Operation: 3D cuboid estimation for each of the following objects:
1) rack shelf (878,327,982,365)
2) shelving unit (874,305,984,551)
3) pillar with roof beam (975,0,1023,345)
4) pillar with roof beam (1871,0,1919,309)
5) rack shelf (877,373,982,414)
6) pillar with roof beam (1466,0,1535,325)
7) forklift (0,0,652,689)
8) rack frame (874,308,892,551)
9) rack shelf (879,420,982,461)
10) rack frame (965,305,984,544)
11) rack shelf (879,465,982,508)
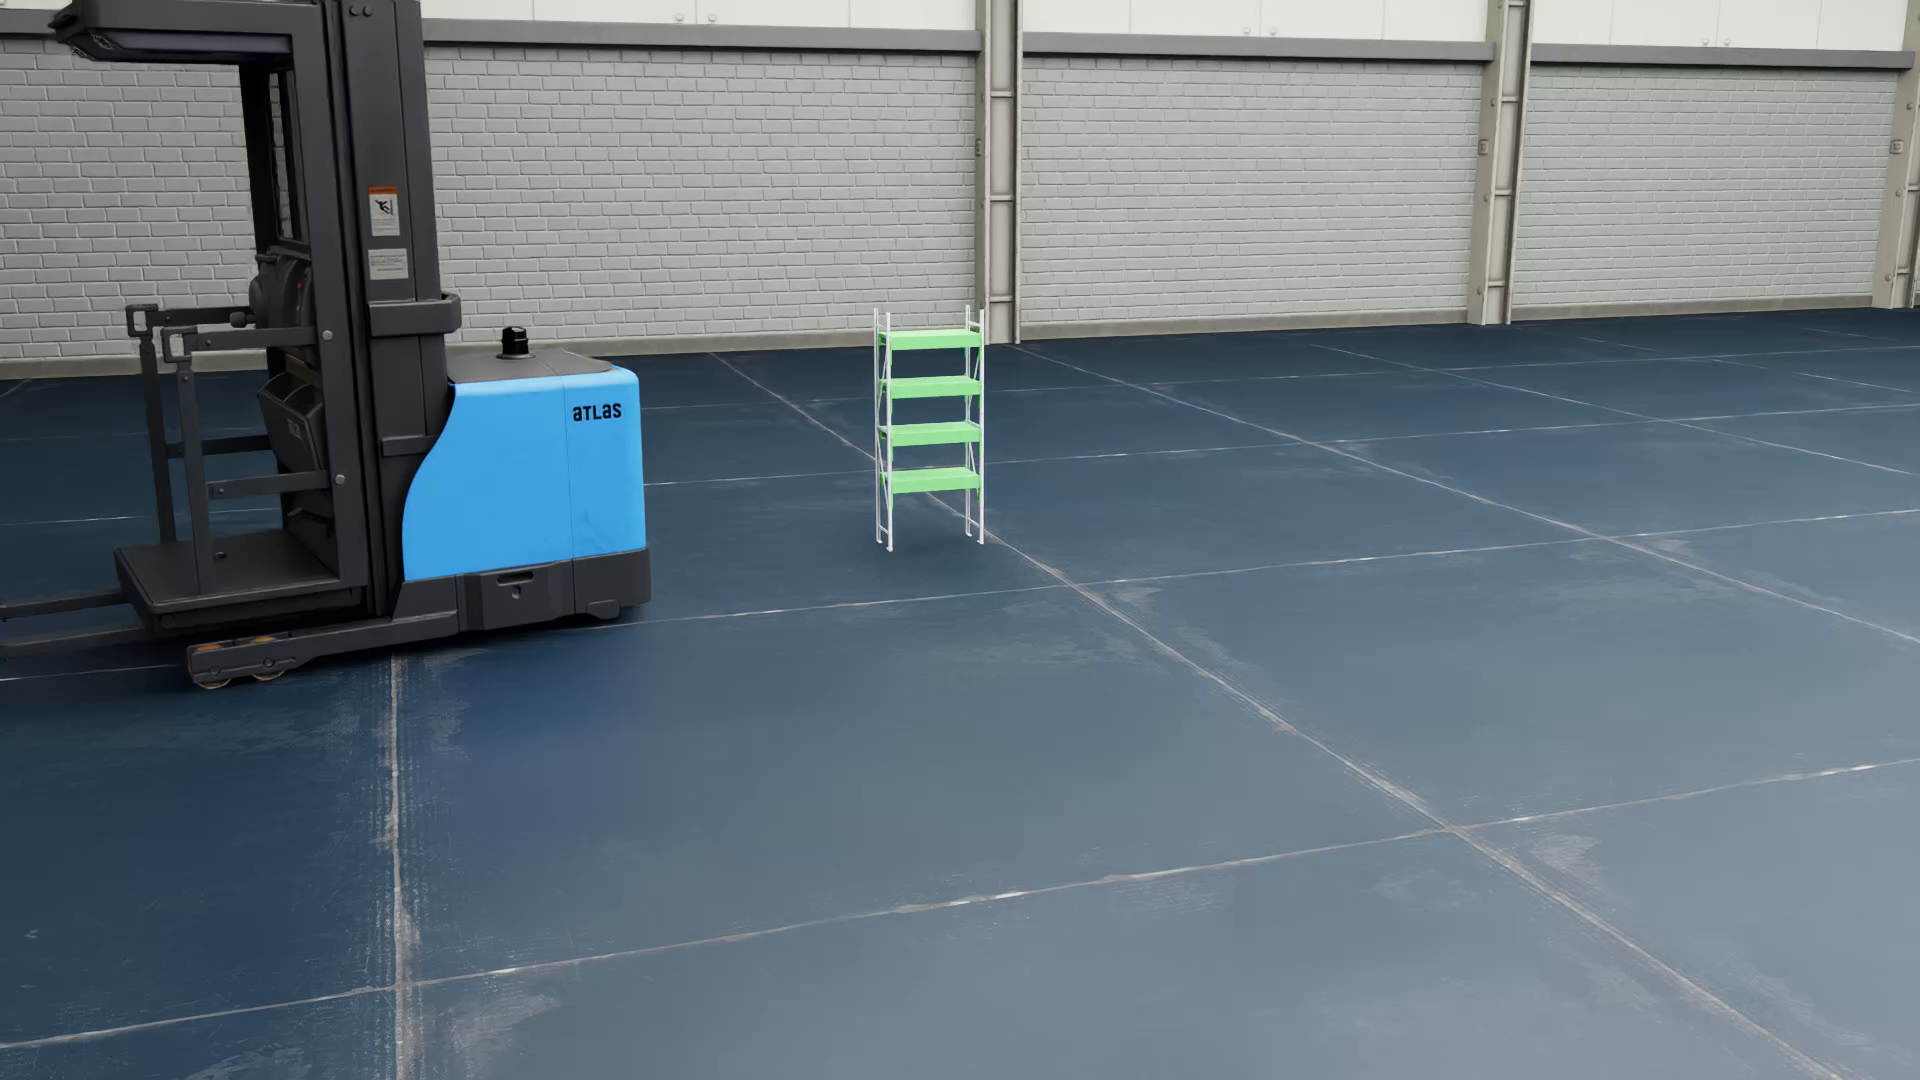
[{"bbox_3d":[-0.157,-0.976,8.356,0.480,0.148,0.258,-4,14,-18],"label":"rack shelf"},{"bbox_3d":[-0.157,-0.571,8.453,0.503,1.200,0.258,-4,14,-18],"label":"shelving unit"},{"bbox_3d":[1.762,-5.487,12.265,0.400,9.000,9.100,-4,14,-18],"label":"pillar with roof beam"},{"bbox_3d":[13.135,-6.373,15.988,0.400,9.000,9.100,-4,14,-18],"label":"pillar with roof beam"},{"bbox_3d":[-0.157,-0.743,8.412,0.480,0.148,0.258,-4,14,-18],"label":"rack shelf"},{"bbox_3d":[7.448,-5.930,14.127,0.400,9.000,9.100,-4,14,-18],"label":"pillar with roof beam"},{"bbox_3d":[-2.862,-1.002,6.523,3.031,2.935,1.130,-8,16,-32],"label":"forklift"},{"bbox_3d":[-0.388,-0.553,8.377,0.015,1.200,0.240,-4,14,-18],"label":"rack frame"},{"bbox_3d":[-0.157,-0.509,8.467,0.480,0.148,0.258,-4,14,-18],"label":"rack shelf"},{"bbox_3d":[0.074,-0.590,8.528,0.015,1.200,0.240,-4,14,-18],"label":"rack frame"},{"bbox_3d":[-0.157,-0.276,8.523,0.480,0.148,0.258,-4,14,-18],"label":"rack shelf"}]
